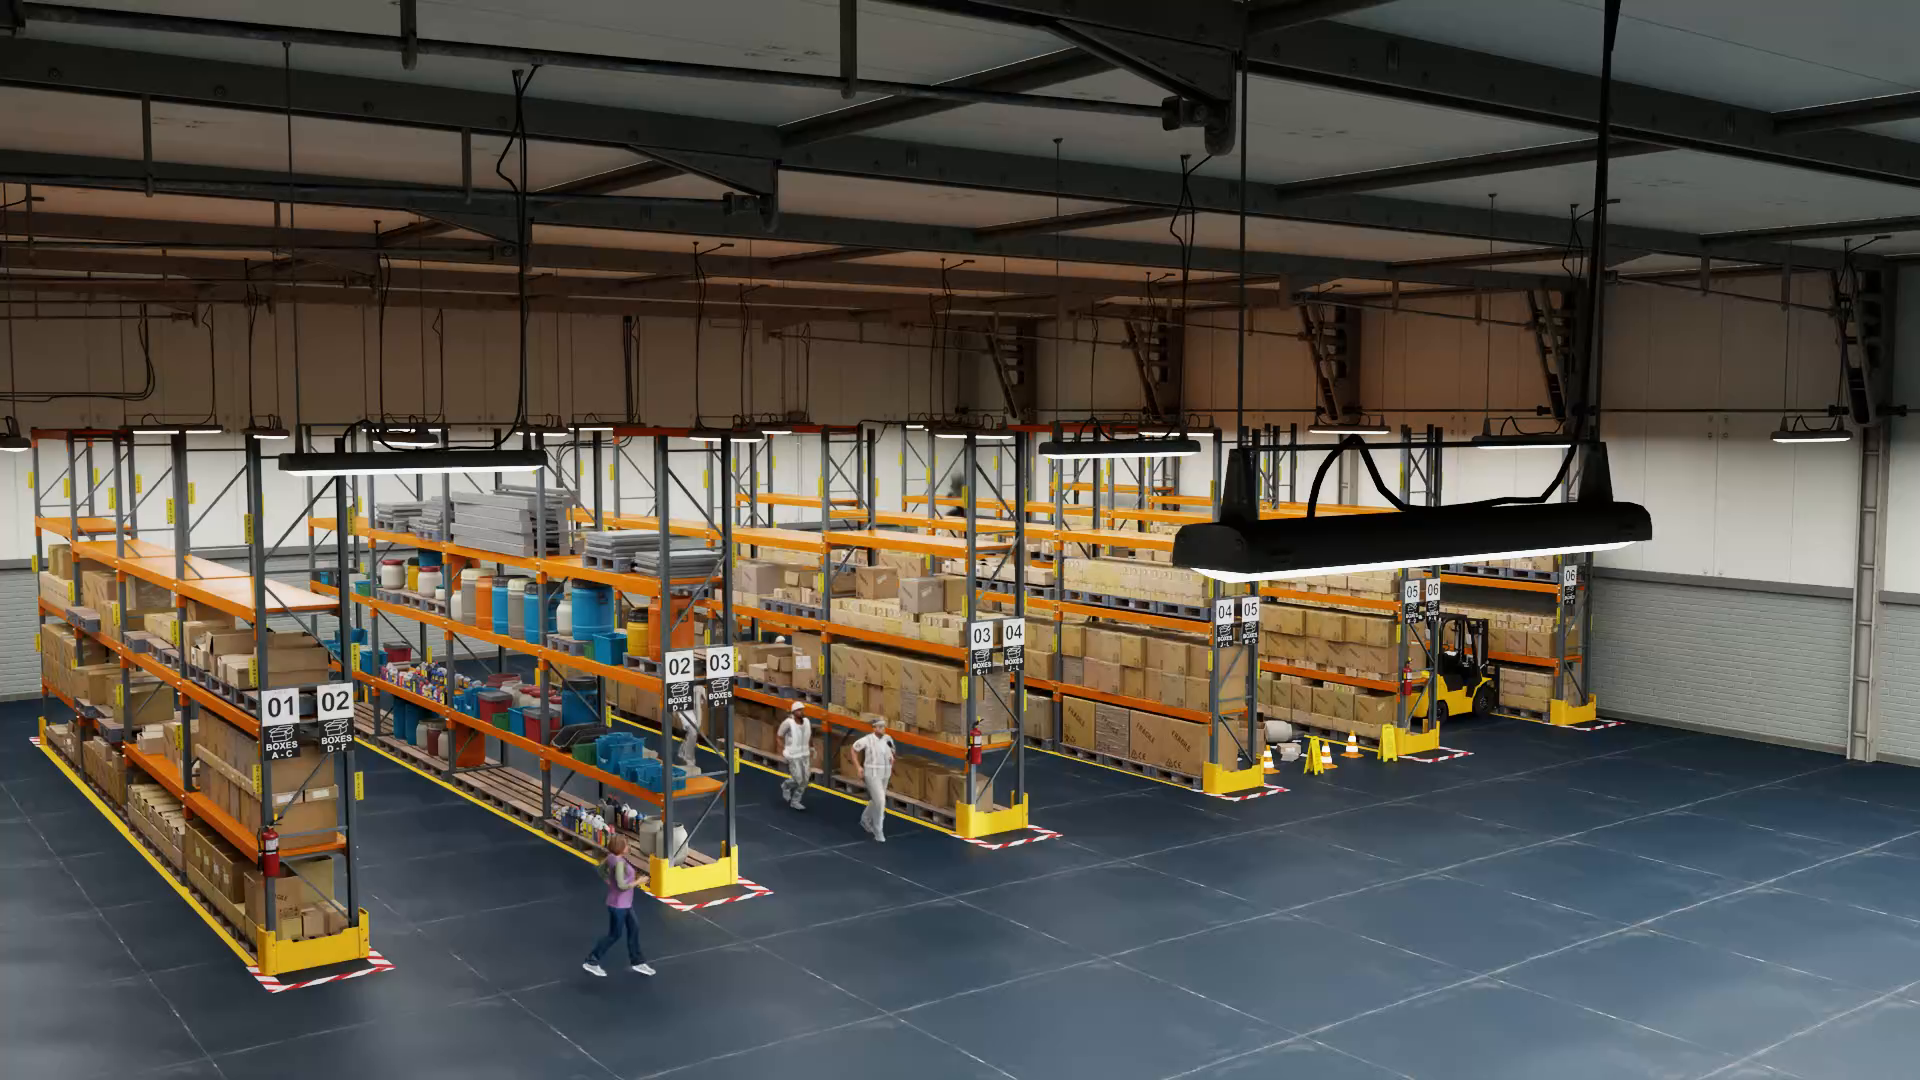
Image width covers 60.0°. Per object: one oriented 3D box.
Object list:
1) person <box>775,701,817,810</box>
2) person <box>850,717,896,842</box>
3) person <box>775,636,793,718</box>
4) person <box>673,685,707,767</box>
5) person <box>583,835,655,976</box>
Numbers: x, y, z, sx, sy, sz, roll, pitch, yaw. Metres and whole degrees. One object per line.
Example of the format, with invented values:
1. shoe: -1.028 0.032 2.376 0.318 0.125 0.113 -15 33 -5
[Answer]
1. person: -2.585 3.411 26.354 0.652 1.716 0.563 -4 6 -41
2. person: -1.241 3.529 24.707 0.648 1.852 0.735 -4 6 -44
3. person: -3.585 2.811 33.451 0.655 1.768 0.932 -4 6 -41
4. person: -4.788 3.136 29.475 0.830 1.842 0.663 4 6 42
5. person: -3.783 4.065 18.413 0.787 1.623 0.526 -1 5 -13
